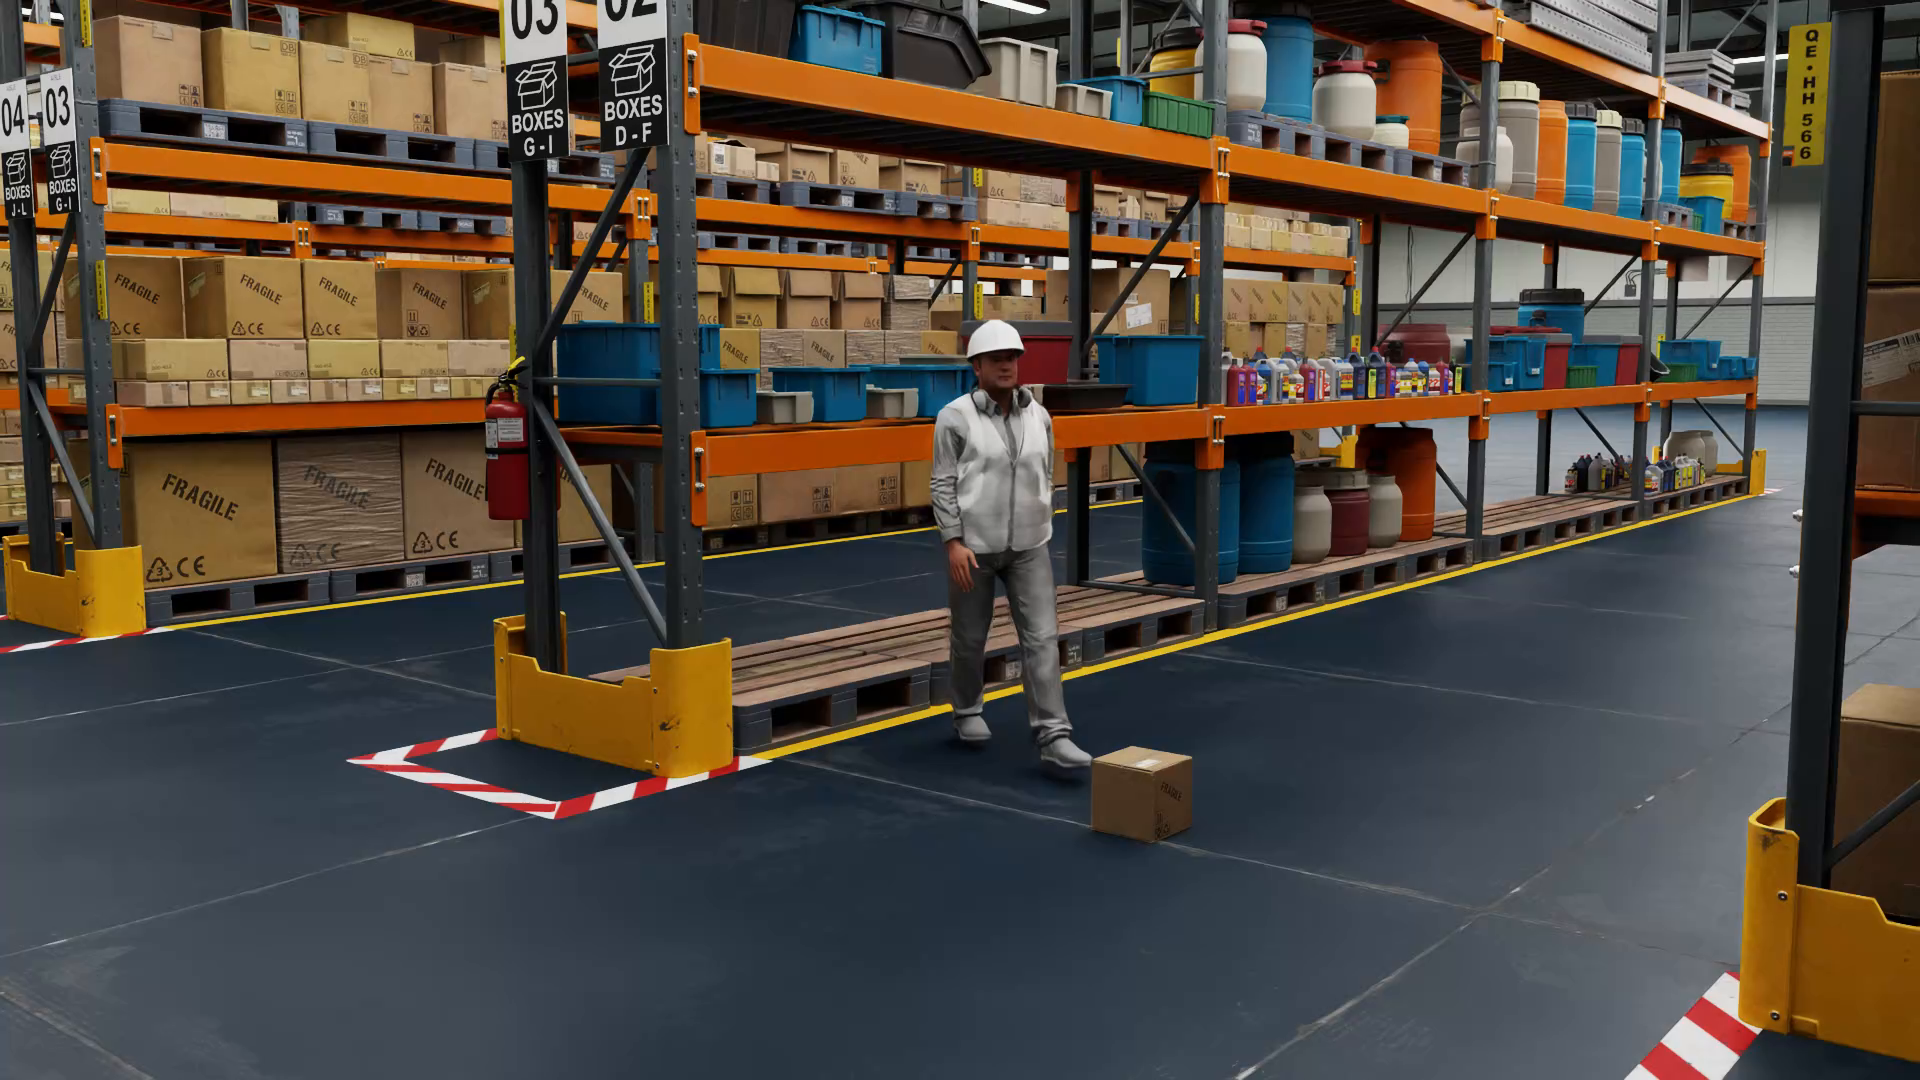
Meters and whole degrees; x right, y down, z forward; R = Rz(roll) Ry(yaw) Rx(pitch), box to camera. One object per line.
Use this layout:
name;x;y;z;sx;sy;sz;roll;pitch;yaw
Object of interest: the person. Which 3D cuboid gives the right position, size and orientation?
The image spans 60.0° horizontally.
person;0.155;0.002;6.527;0.559;1.717;0.973;-2;7;-17
